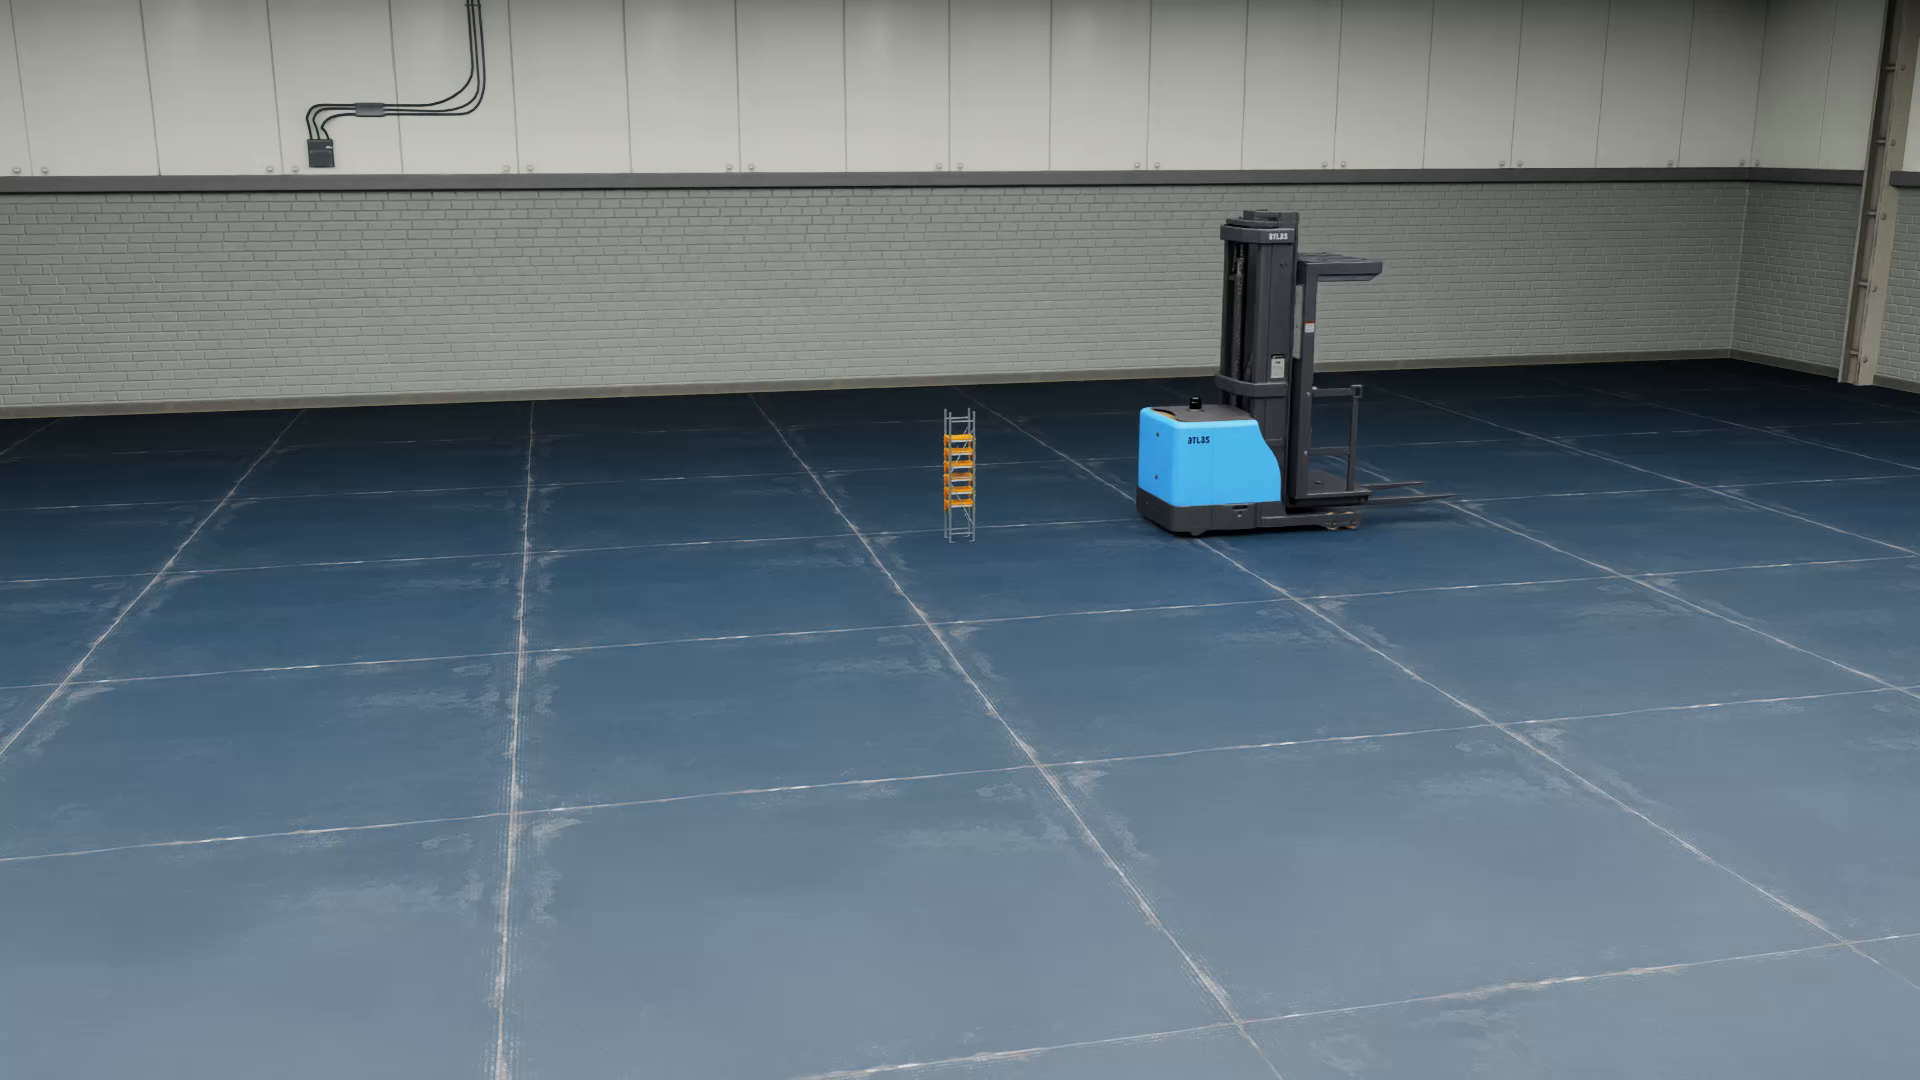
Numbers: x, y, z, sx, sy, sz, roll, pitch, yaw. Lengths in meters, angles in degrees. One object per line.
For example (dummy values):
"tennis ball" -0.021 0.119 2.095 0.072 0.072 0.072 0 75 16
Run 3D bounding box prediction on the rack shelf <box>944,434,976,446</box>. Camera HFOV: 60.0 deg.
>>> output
"rack shelf" -0.003 -0.893 15.046 0.258 0.103 0.180 -3 14 -13

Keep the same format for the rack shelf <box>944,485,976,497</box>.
"rack shelf" -0.003 -0.426 15.160 0.258 0.103 0.180 -3 14 -13

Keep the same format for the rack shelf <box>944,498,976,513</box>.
"rack shelf" -0.003 -0.310 15.189 0.258 0.103 0.180 -3 14 -13

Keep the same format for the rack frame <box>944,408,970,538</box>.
"rack frame" -0.025 -0.607 15.208 0.240 1.200 0.006 -3 14 -13

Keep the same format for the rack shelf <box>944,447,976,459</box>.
"rack shelf" -0.003 -0.776 15.075 0.258 0.103 0.180 -3 14 -13

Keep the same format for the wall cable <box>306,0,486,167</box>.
"wall cable" -7.423 -7.885 21.398 2.305 6.003 0.169 -3 14 -13

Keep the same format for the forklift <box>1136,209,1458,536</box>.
"forklift" 3.283 -1.631 15.752 3.031 2.935 1.130 -4 14 -14

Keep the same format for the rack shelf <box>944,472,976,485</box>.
"rack shelf" -0.003 -0.543 15.132 0.258 0.103 0.180 -3 14 -13

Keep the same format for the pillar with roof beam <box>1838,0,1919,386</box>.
"pillar with roof beam" 9.187 -6.470 22.772 9.100 9.000 0.400 -3 14 -13

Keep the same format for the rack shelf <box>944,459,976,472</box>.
"rack shelf" -0.003 -0.660 15.103 0.258 0.103 0.180 -3 14 -13

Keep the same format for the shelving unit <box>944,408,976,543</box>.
"shelving unit" -0.003 -0.586 15.121 0.258 1.200 0.189 -3 14 -13

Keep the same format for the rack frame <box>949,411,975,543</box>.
"rack frame" 0.018 -0.565 15.035 0.240 1.200 0.006 -3 14 -13
